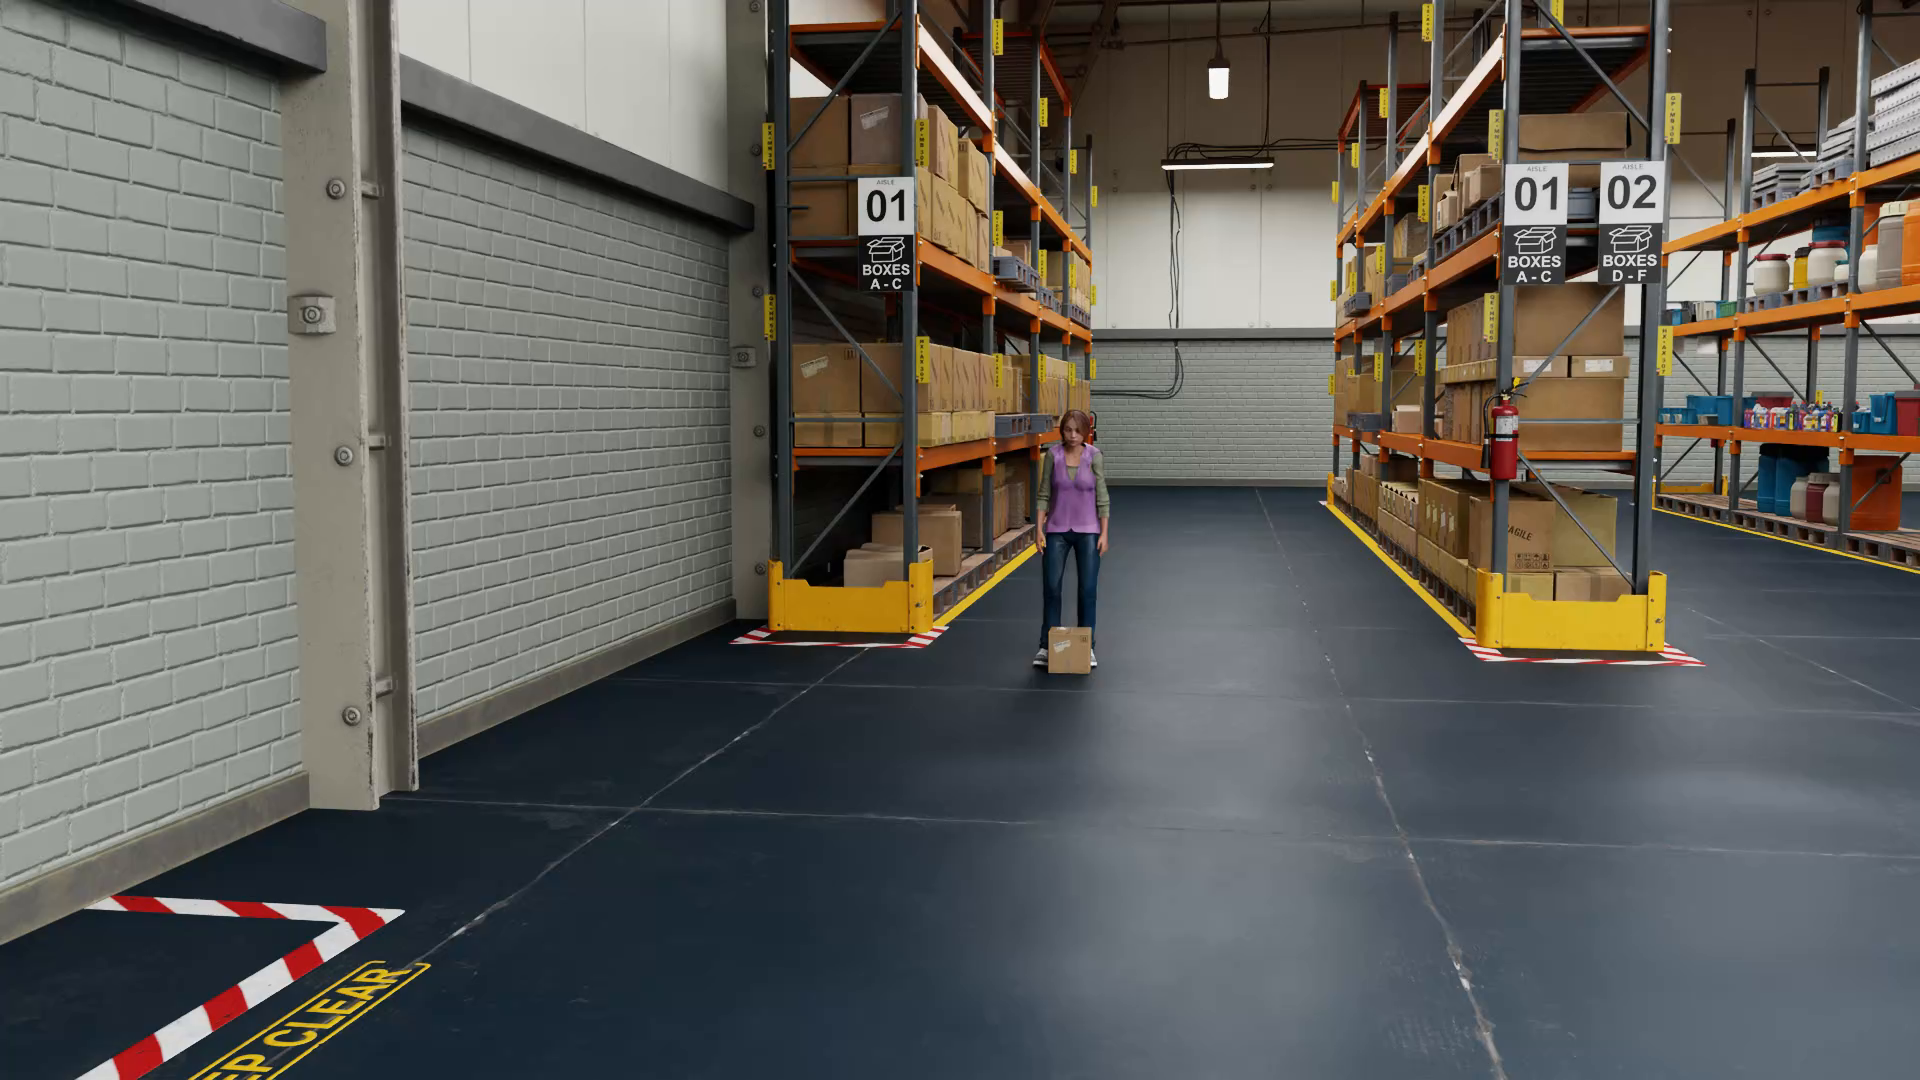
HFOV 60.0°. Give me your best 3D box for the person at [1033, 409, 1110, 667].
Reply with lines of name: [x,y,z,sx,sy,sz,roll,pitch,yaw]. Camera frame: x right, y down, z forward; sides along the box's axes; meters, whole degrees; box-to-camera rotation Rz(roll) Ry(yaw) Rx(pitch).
person: [0.697,-0.017,10.329,0.465,1.593,0.347,1,5,8]
